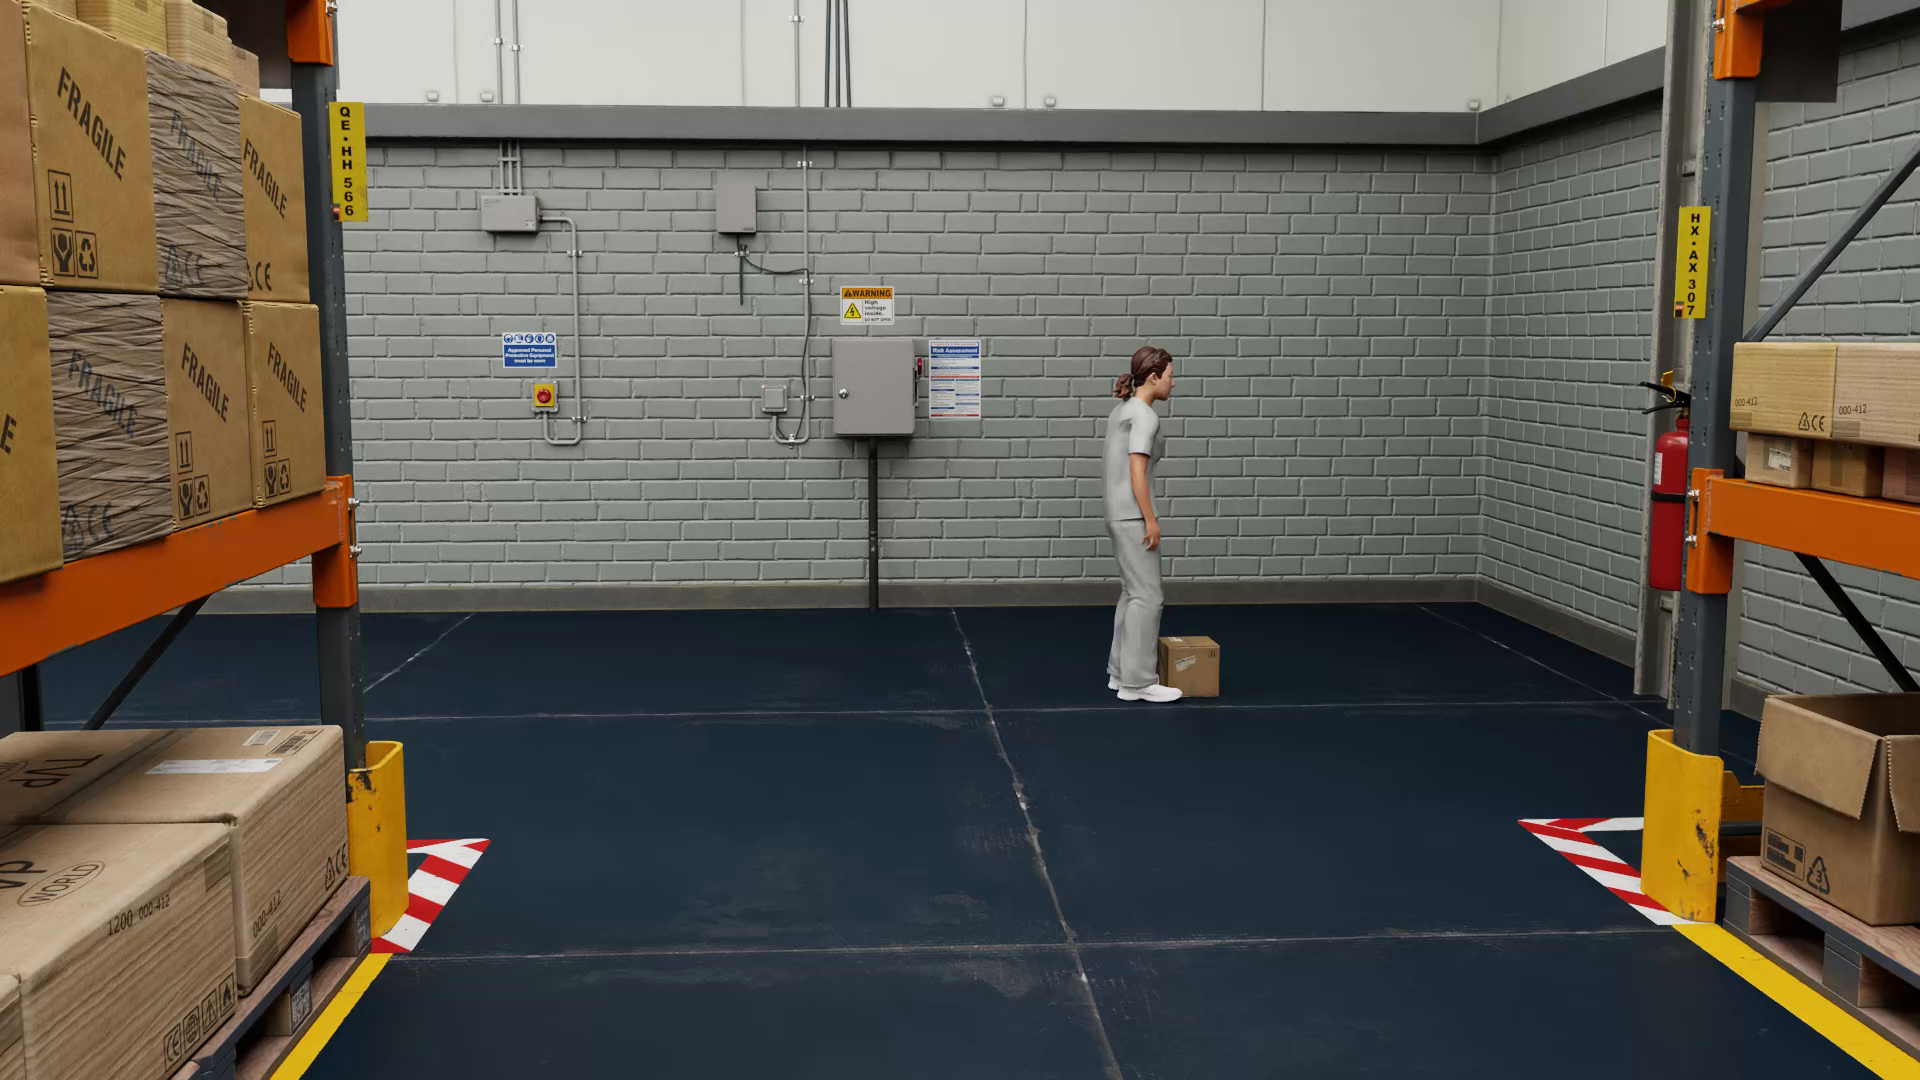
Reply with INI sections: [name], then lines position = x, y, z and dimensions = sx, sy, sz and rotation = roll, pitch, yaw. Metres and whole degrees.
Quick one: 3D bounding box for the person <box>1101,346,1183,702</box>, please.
[person]
position = 0.860, -0.075, 7.974
dimensions = 0.359, 1.647, 0.485
rotation = -1, 7, -4
